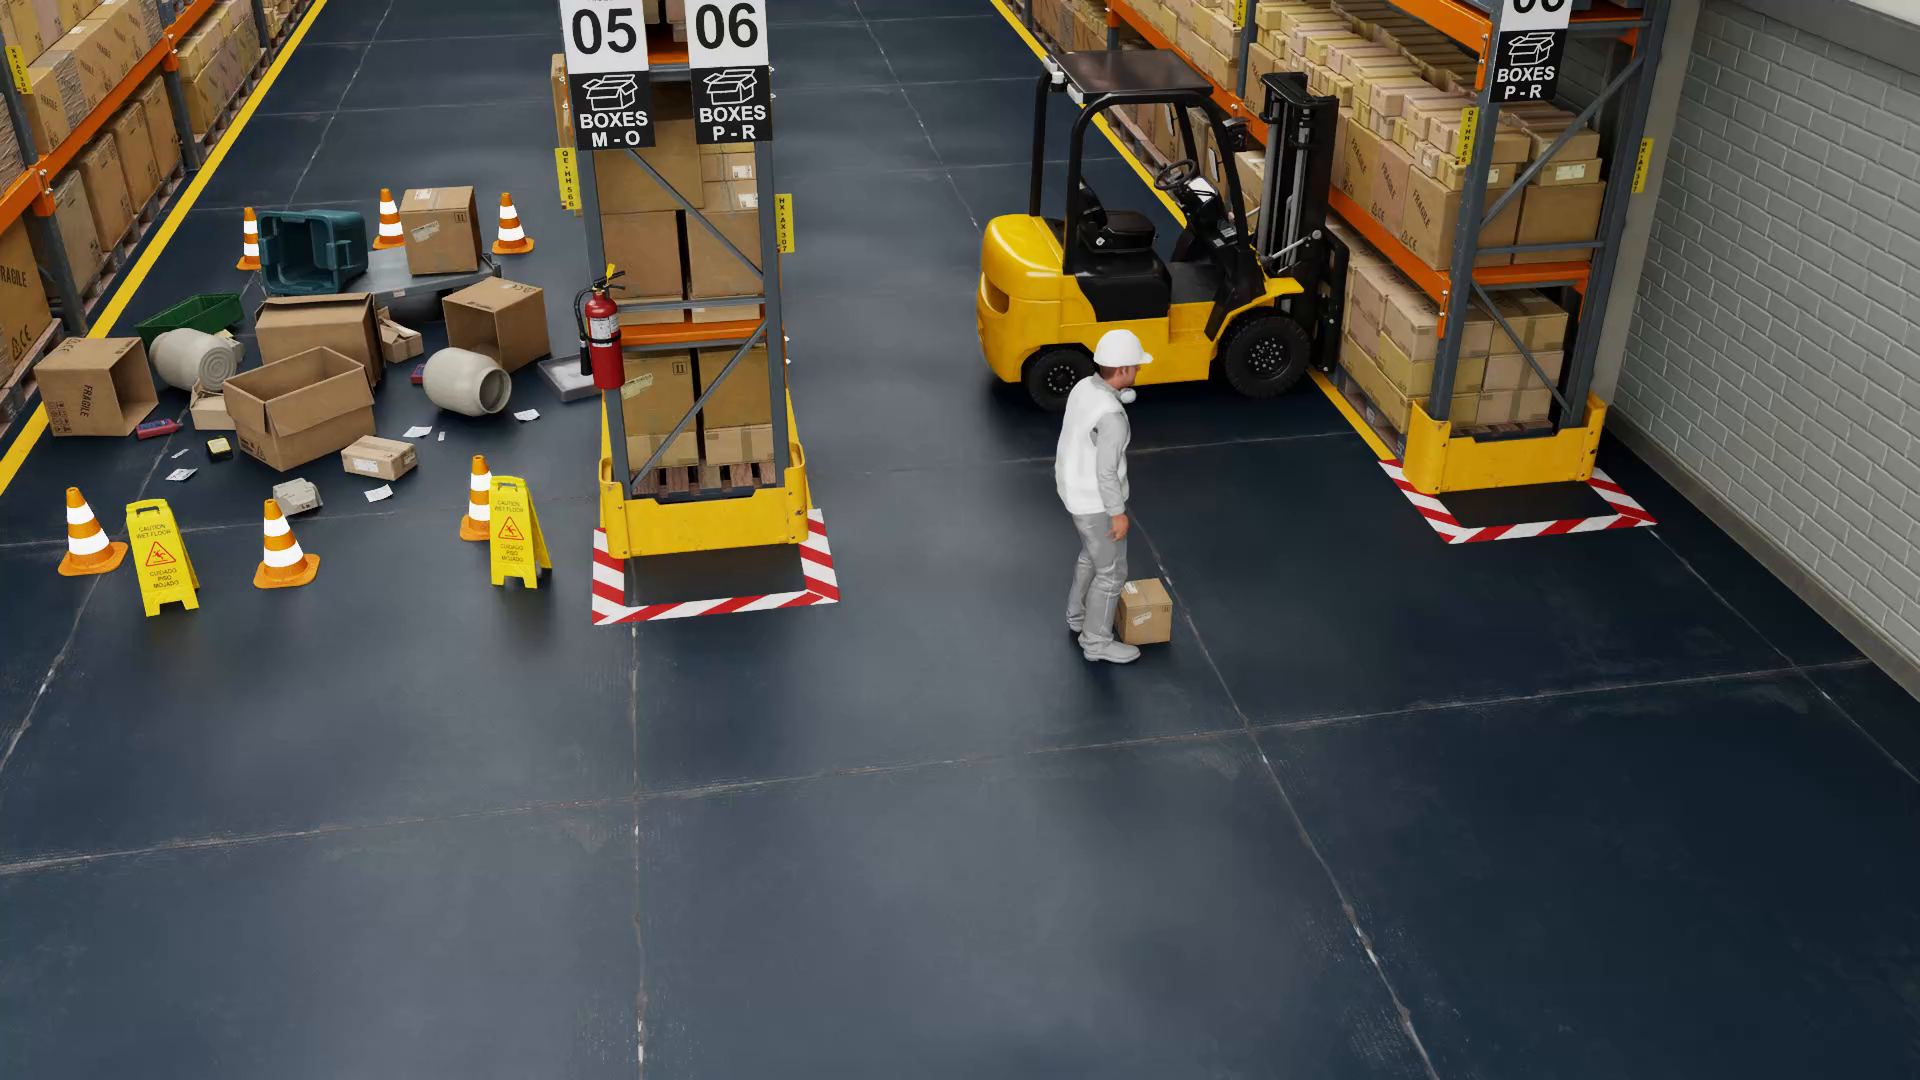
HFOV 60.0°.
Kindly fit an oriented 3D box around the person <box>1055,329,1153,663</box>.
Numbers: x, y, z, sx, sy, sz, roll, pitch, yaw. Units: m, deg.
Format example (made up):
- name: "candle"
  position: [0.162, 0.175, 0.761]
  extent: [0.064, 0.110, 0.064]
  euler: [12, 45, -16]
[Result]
- name: "person"
  position: [0.723, -0.235, 8.515]
  extent: [0.463, 1.767, 0.578]
  euler: [-6, 31, -10]
